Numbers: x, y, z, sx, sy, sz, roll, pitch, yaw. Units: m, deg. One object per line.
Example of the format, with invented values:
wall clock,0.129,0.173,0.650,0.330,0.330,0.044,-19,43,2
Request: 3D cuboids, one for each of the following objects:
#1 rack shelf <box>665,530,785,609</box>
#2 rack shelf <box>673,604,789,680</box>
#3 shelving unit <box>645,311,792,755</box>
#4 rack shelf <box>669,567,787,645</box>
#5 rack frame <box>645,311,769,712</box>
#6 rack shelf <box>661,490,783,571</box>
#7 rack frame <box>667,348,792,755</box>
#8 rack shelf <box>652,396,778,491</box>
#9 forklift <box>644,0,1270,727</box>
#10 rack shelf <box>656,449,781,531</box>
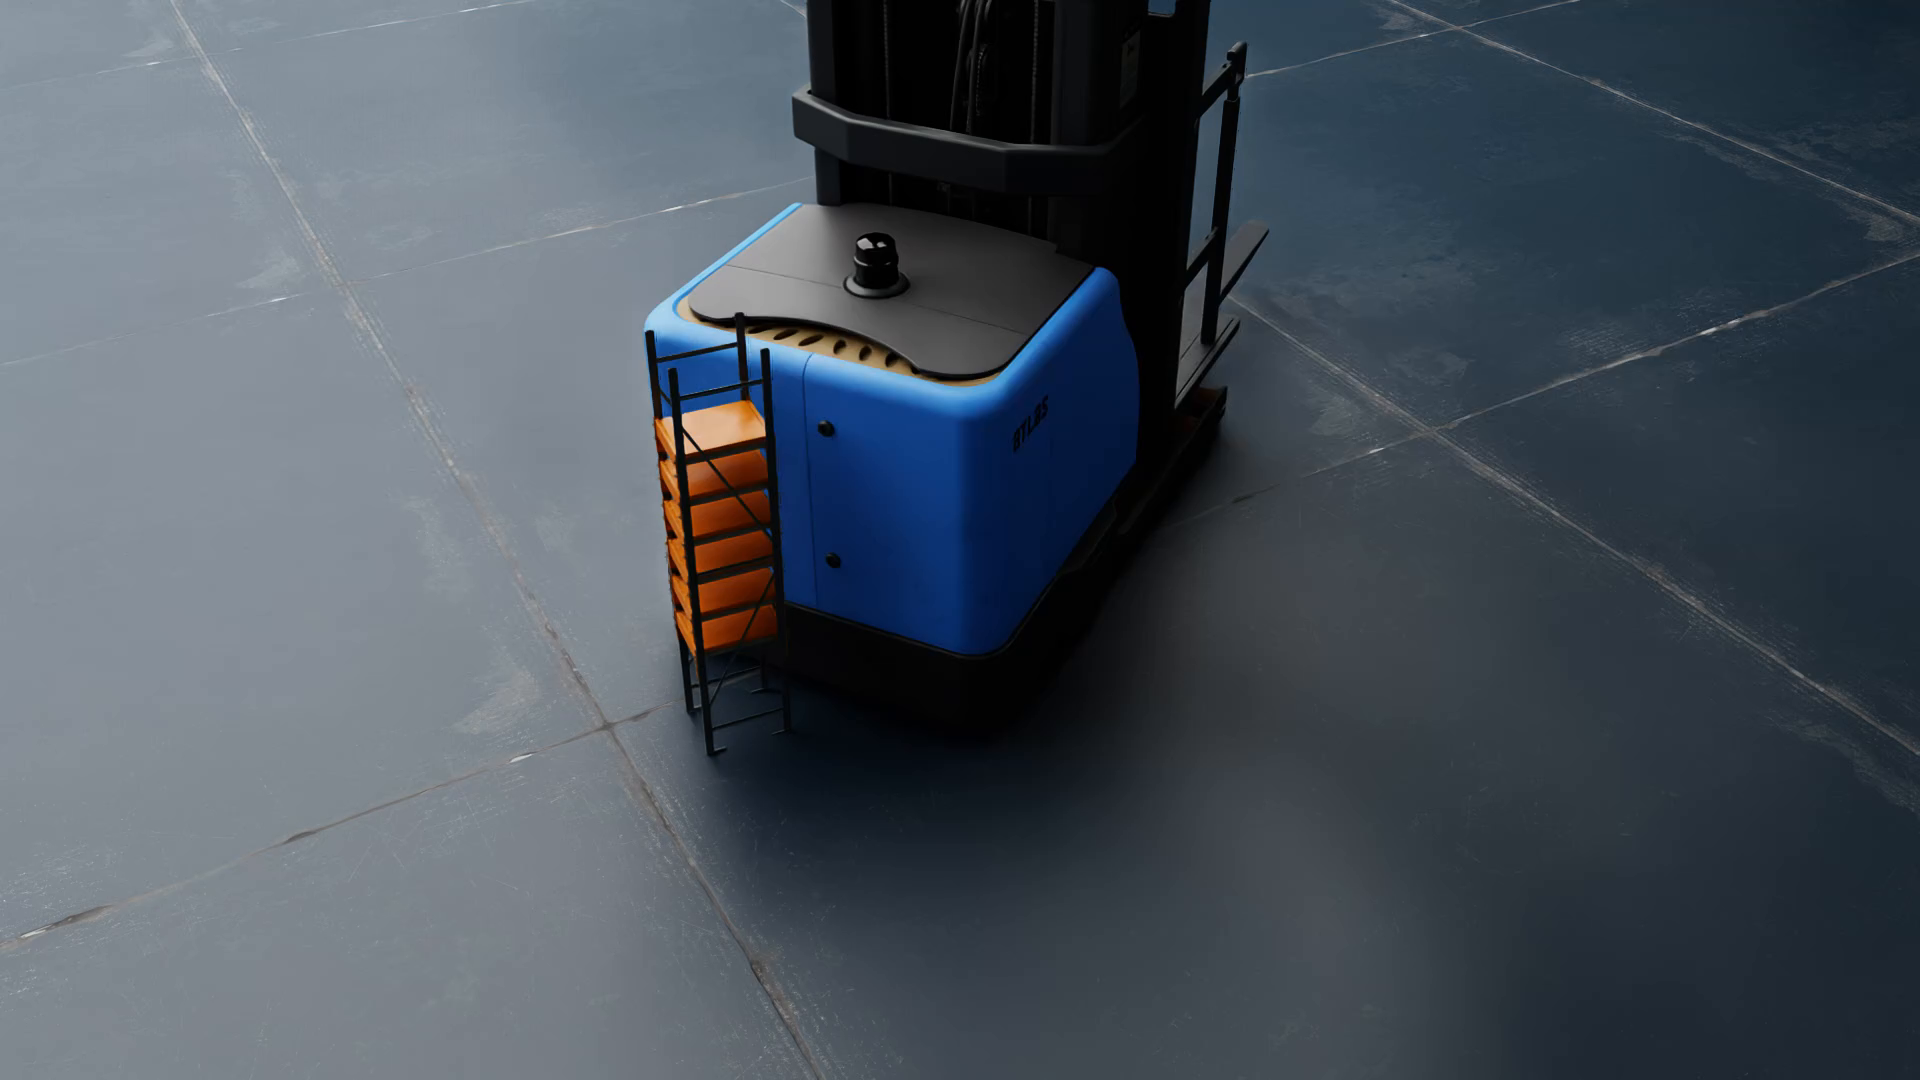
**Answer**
rack shelf,-0.598,0.052,4.232,0.258,0.103,0.180,-15,40,-20
rack shelf,-0.602,0.244,4.376,0.258,0.103,0.180,-15,40,-20
shelving unit,-0.597,0.016,4.205,0.258,1.200,0.189,-15,40,-20
rack shelf,-0.600,0.148,4.304,0.258,0.103,0.180,-15,40,-20
rack frame,-0.635,-0.034,4.271,0.240,1.200,0.006,-15,40,-20
rack shelf,-0.596,-0.044,4.159,0.258,0.103,0.180,-15,40,-20
rack frame,-0.559,0.067,4.139,0.240,1.200,0.006,-15,40,-20
rack shelf,-0.591,-0.236,4.015,0.258,0.103,0.180,-15,40,-20
forklift,0.268,-1.542,4.877,1.130,2.935,3.031,16,39,20
rack shelf,-0.593,-0.140,4.087,0.258,0.103,0.180,-15,40,-20
